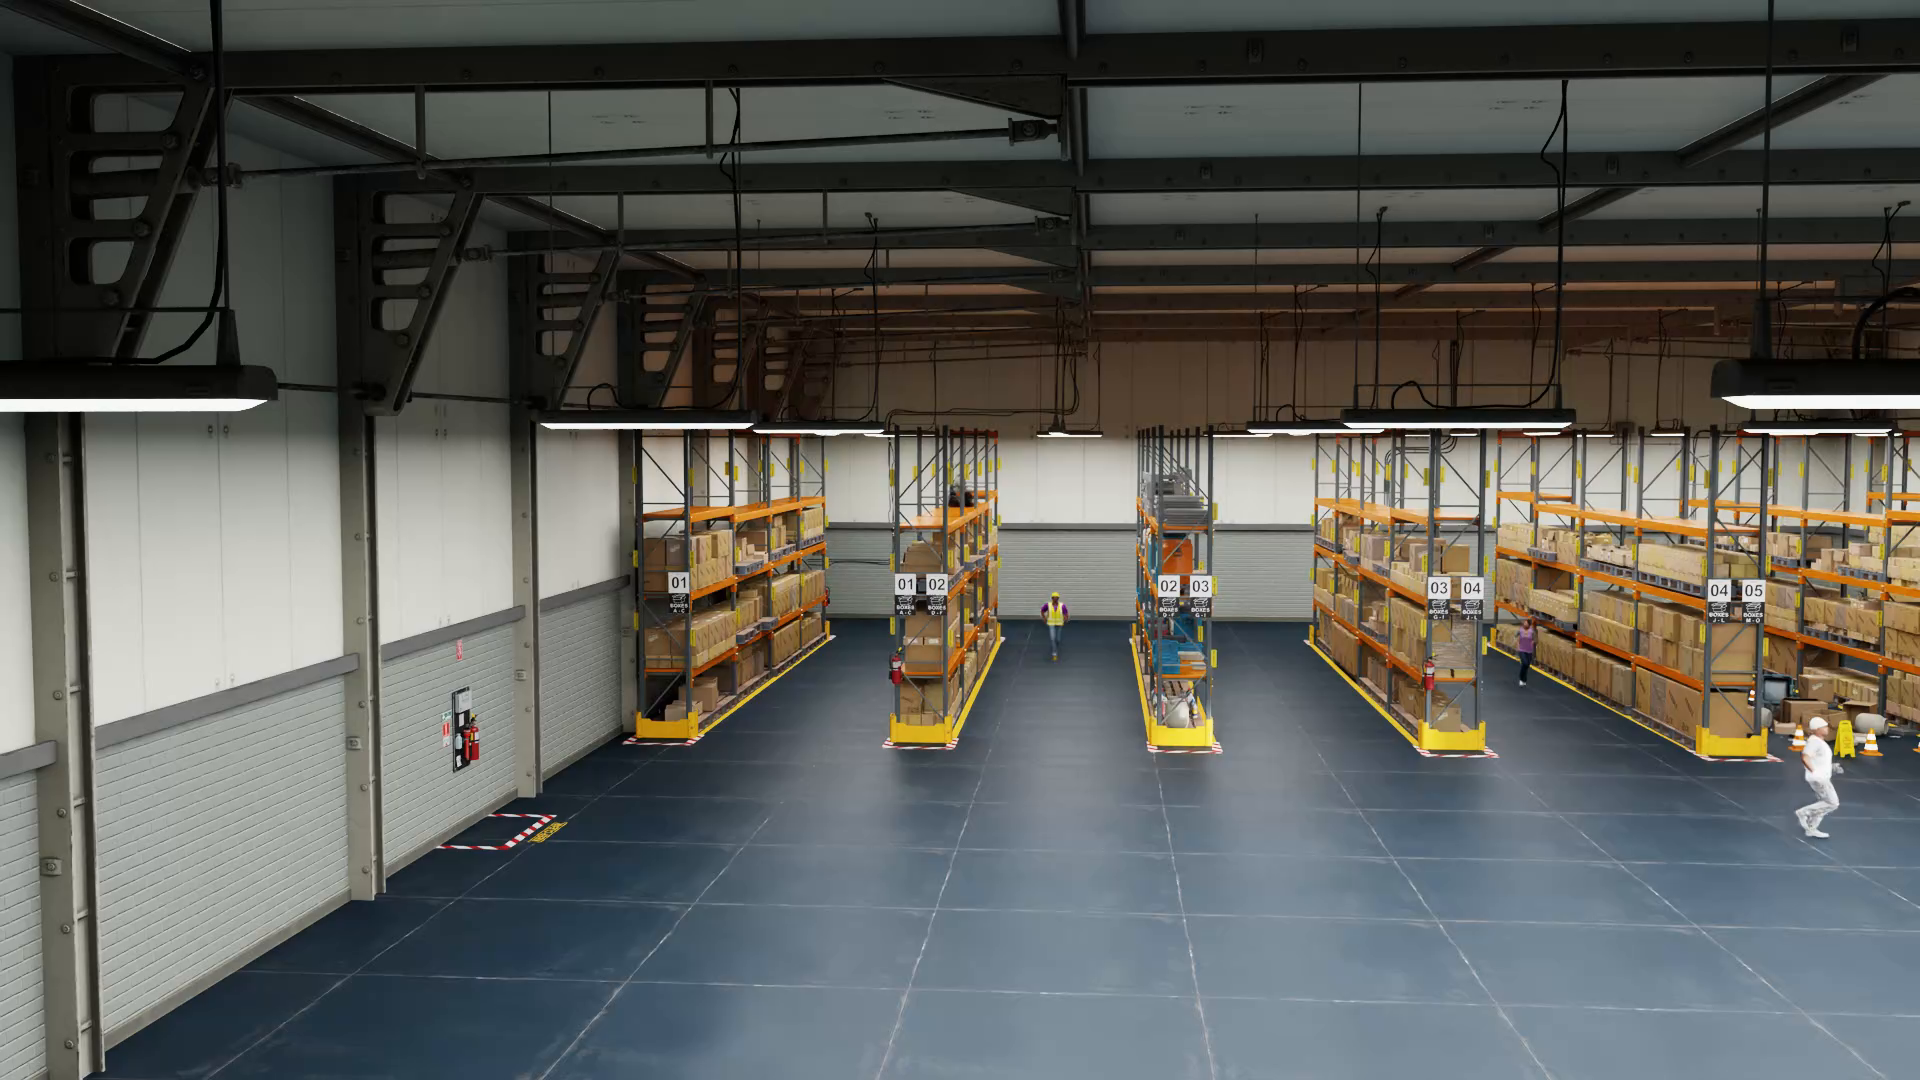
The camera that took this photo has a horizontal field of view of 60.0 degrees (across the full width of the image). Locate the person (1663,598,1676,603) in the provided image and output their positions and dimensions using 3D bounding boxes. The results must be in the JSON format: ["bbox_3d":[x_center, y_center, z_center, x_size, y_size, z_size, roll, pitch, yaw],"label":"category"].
[{"bbox_3d":[20.142,2.091,47.250,0.512,1.584,0.625,0,3,6],"label":"person"}]

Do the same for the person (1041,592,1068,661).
[{"bbox_3d":[2.482,2.239,43.448,0.699,1.769,0.933,0,3,-4],"label":"person"}]

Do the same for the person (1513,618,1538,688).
[{"bbox_3d":[13.104,2.622,38.502,0.507,1.620,0.679,0,3,5],"label":"person"}]

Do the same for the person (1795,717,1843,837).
[{"bbox_3d":[12.378,3.399,23.915,0.568,1.696,0.687,2,4,29],"label":"person"}]
